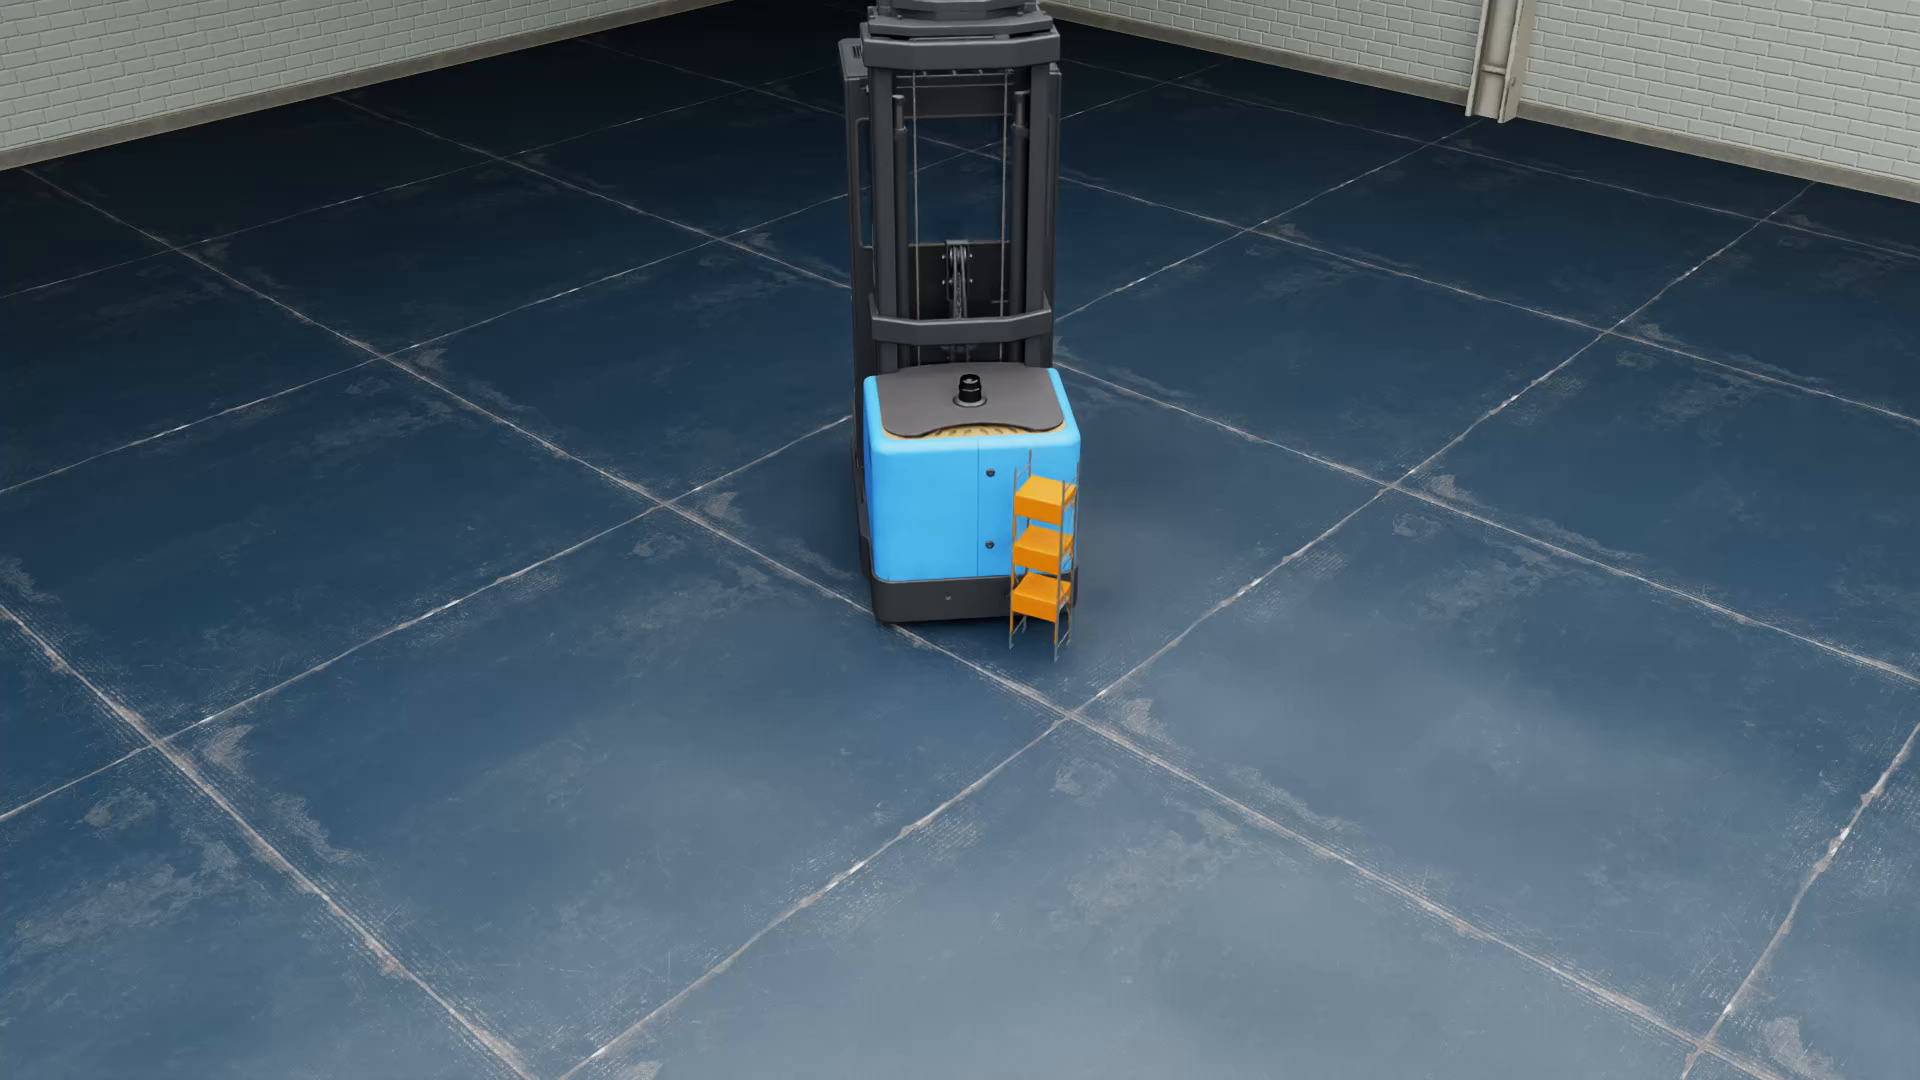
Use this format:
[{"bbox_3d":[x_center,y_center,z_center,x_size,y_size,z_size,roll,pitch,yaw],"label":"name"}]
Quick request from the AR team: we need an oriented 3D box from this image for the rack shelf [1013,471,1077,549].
[{"bbox_3d":[0.407,-0.143,7.930,0.240,0.259,0.215,14,36,20],"label":"rack shelf"}]

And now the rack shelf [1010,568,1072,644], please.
[{"bbox_3d":[0.403,0.328,8.236,0.240,0.259,0.215,14,36,20],"label":"rack shelf"}]

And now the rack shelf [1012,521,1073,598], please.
[{"bbox_3d":[0.405,0.095,8.084,0.240,0.259,0.215,14,36,20],"label":"rack shelf"}]

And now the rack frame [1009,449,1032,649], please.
[{"bbox_3d":[0.294,0.057,8.121,0.008,1.050,0.200,14,36,20],"label":"rack frame"}]

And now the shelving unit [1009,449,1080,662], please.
[{"bbox_3d":[0.405,0.086,8.079,0.252,1.050,0.215,14,36,20],"label":"shelving unit"}]

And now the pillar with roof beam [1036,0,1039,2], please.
[{"bbox_3d":[-2.211,-8.385,14.453,0.400,9.000,9.100,25,39,35],"label":"pillar with roof beam"}]

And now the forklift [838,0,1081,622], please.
[{"bbox_3d":[-0.063,-1.576,9.026,1.130,2.935,3.031,-3,31,-5],"label":"forklift"}]

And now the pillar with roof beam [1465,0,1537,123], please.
[{"bbox_3d":[2.238,-6.308,11.004,0.400,9.000,9.100,25,39,35],"label":"pillar with roof beam"}]

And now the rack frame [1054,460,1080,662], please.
[{"bbox_3d":[0.516,0.114,8.036,0.008,1.050,0.200,14,36,20],"label":"rack frame"}]
